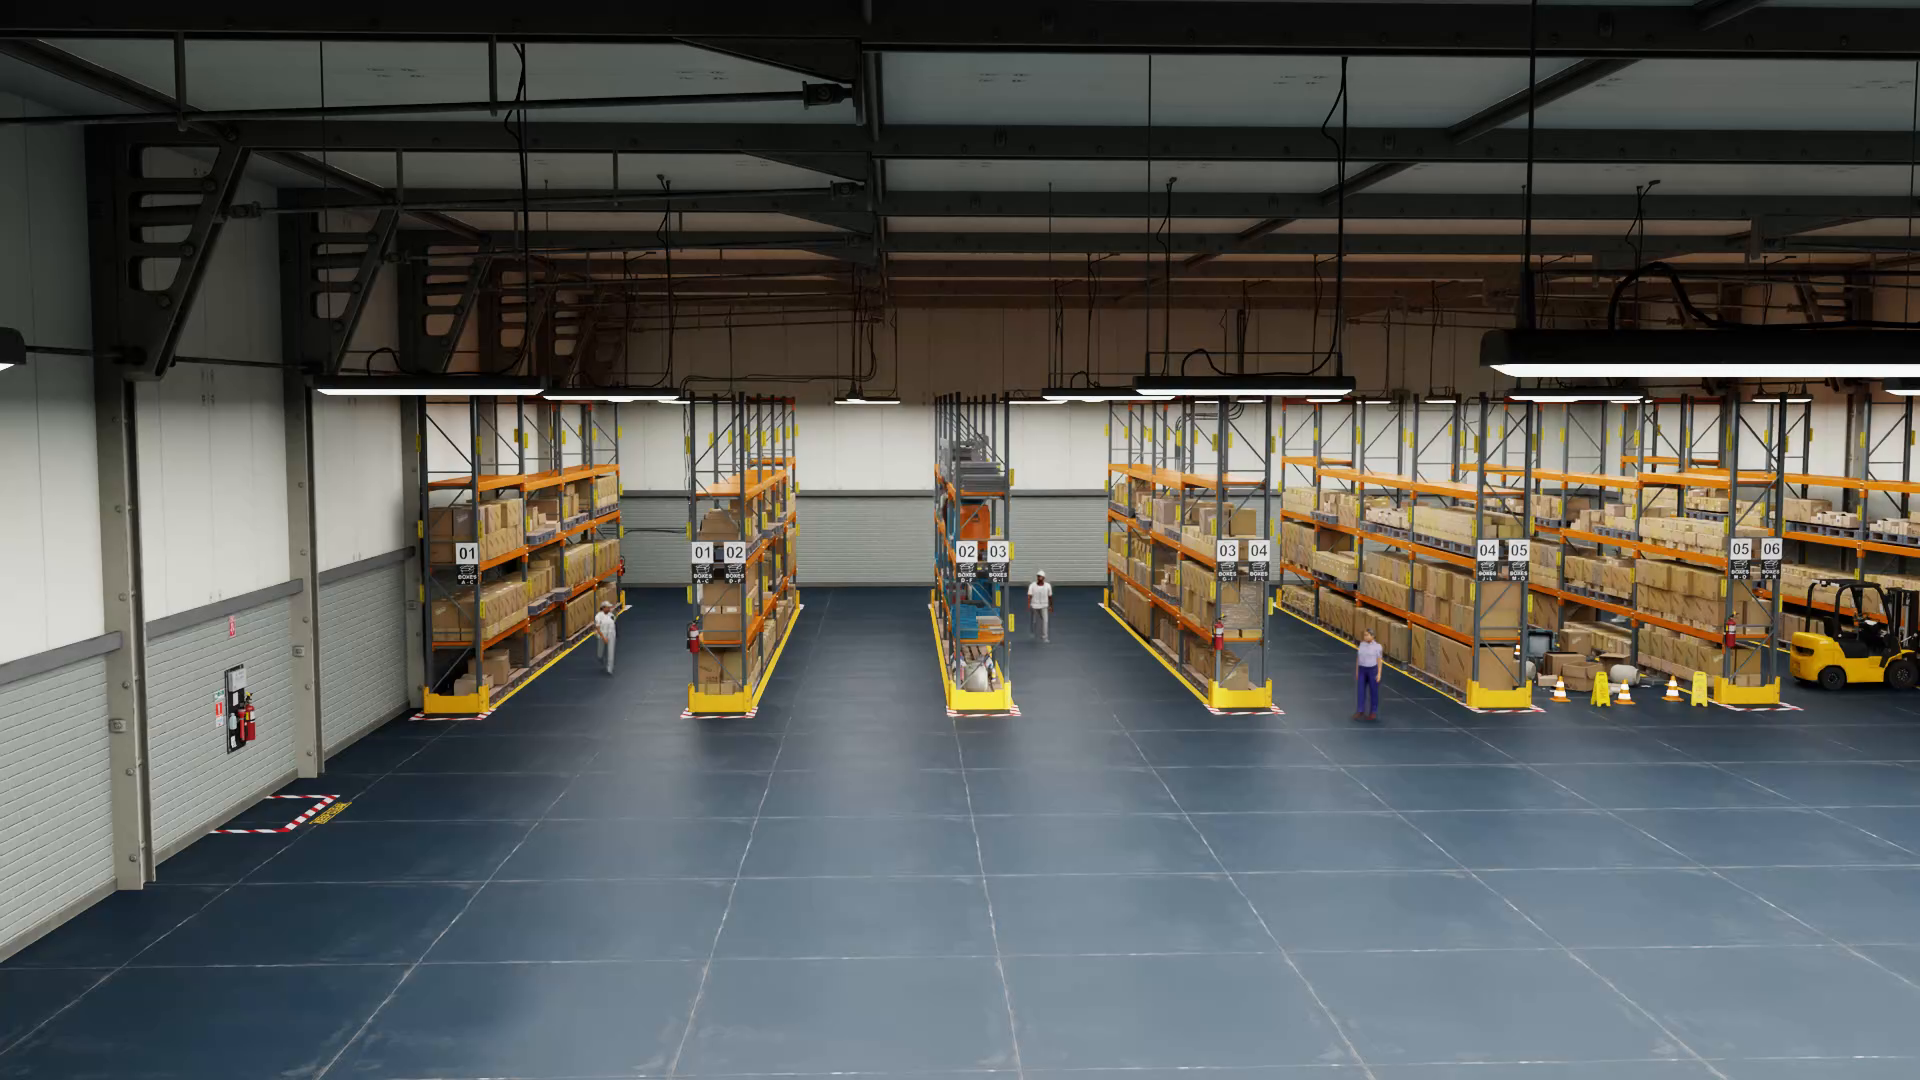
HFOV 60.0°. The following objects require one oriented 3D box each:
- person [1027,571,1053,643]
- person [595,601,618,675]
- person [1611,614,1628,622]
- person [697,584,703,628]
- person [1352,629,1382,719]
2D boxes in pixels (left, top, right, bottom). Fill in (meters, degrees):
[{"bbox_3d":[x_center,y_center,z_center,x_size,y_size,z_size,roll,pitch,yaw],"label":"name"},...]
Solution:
[{"bbox_3d":[1.936,1.610,40.151,0.702,1.724,1.027,-1,5,-10],"label":"person"},{"bbox_3d":[-7.583,2.096,35.690,0.475,1.562,0.979,-1,5,-10],"label":"person"},{"bbox_3d":[17.559,1.311,44.130,0.507,1.810,0.622,1,5,18],"label":"person"},{"bbox_3d":[-6.533,1.507,42.367,0.456,1.643,0.963,0,5,3],"label":"person"},{"bbox_3d":[7.485,2.452,30.503,0.493,1.663,0.430,4,6,39],"label":"person"}]
